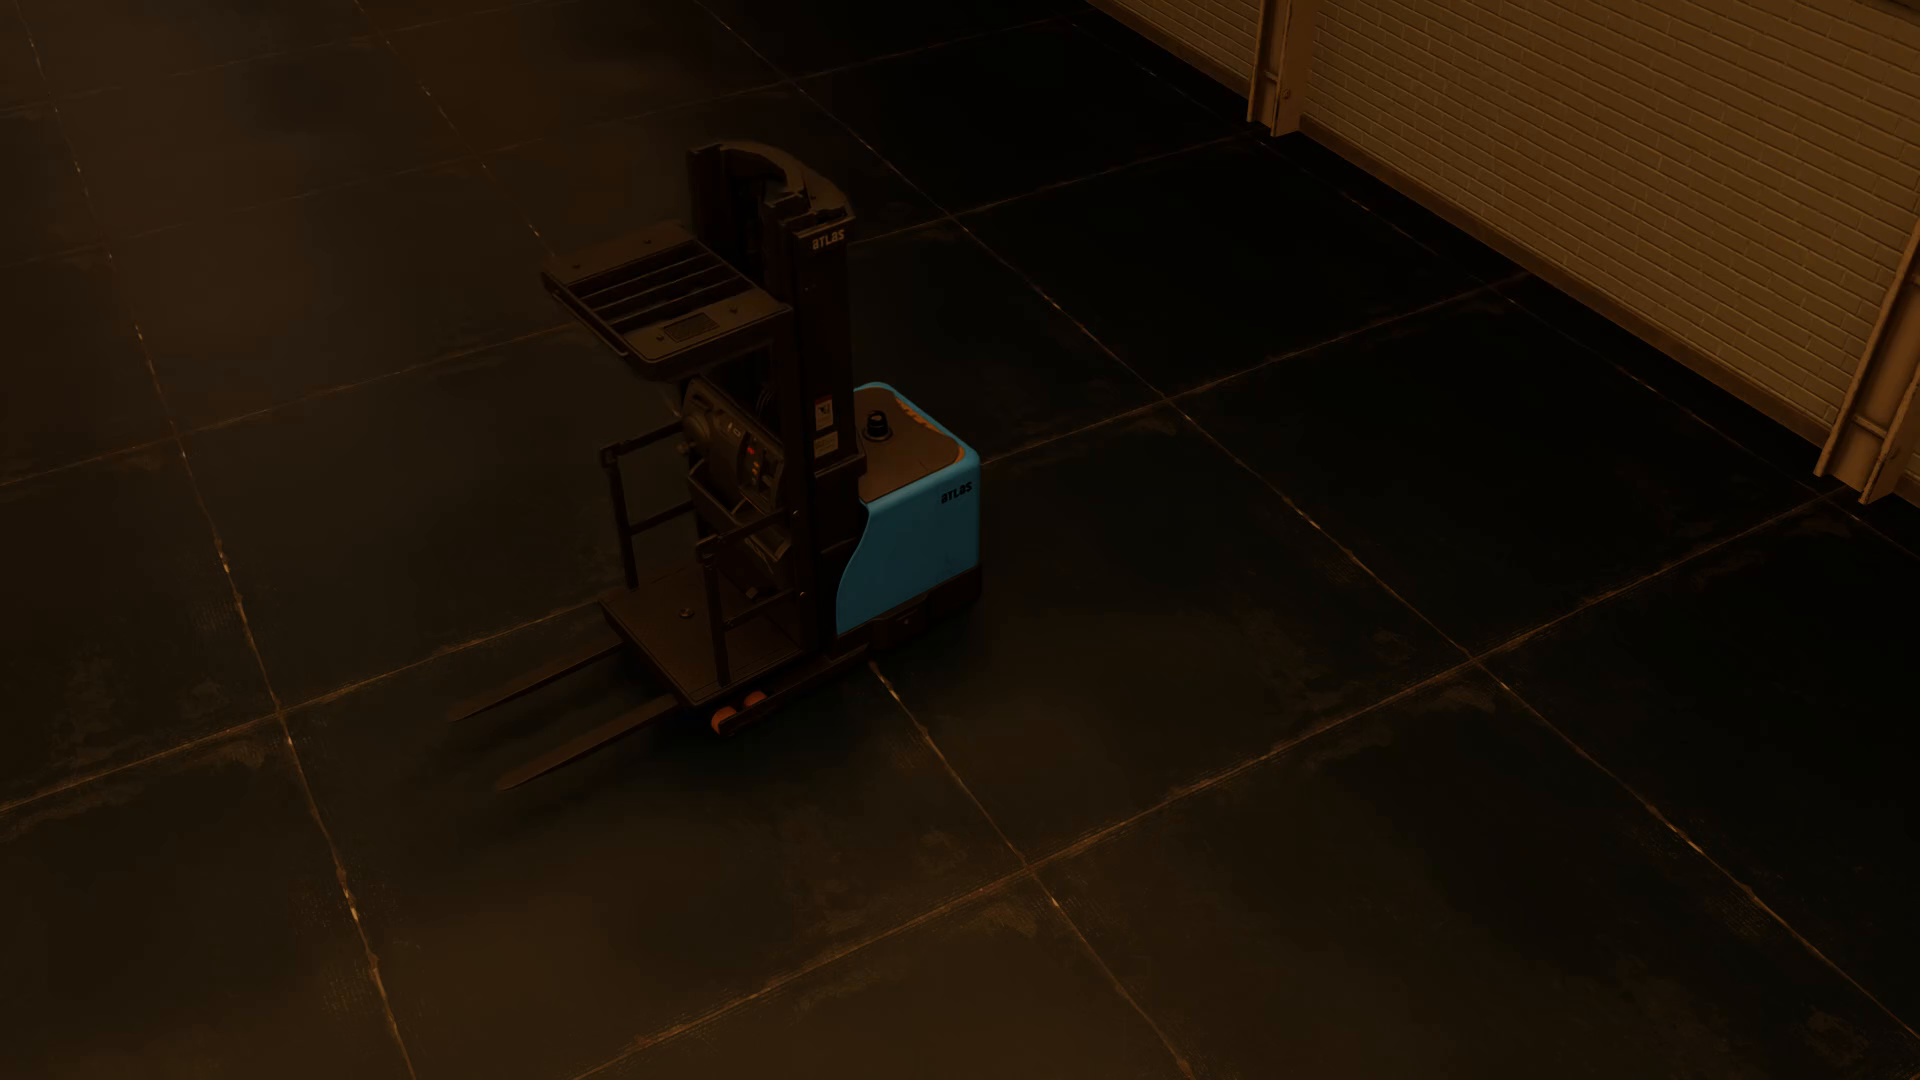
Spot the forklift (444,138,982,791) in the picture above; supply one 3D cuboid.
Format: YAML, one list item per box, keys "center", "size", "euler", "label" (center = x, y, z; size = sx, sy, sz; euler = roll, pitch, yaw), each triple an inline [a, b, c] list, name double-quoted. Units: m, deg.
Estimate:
- center: [-1.347, -0.441, 8.568]
  size: [3.031, 2.935, 1.130]
  euler: [-26, 46, -28]
  label: "forklift"
